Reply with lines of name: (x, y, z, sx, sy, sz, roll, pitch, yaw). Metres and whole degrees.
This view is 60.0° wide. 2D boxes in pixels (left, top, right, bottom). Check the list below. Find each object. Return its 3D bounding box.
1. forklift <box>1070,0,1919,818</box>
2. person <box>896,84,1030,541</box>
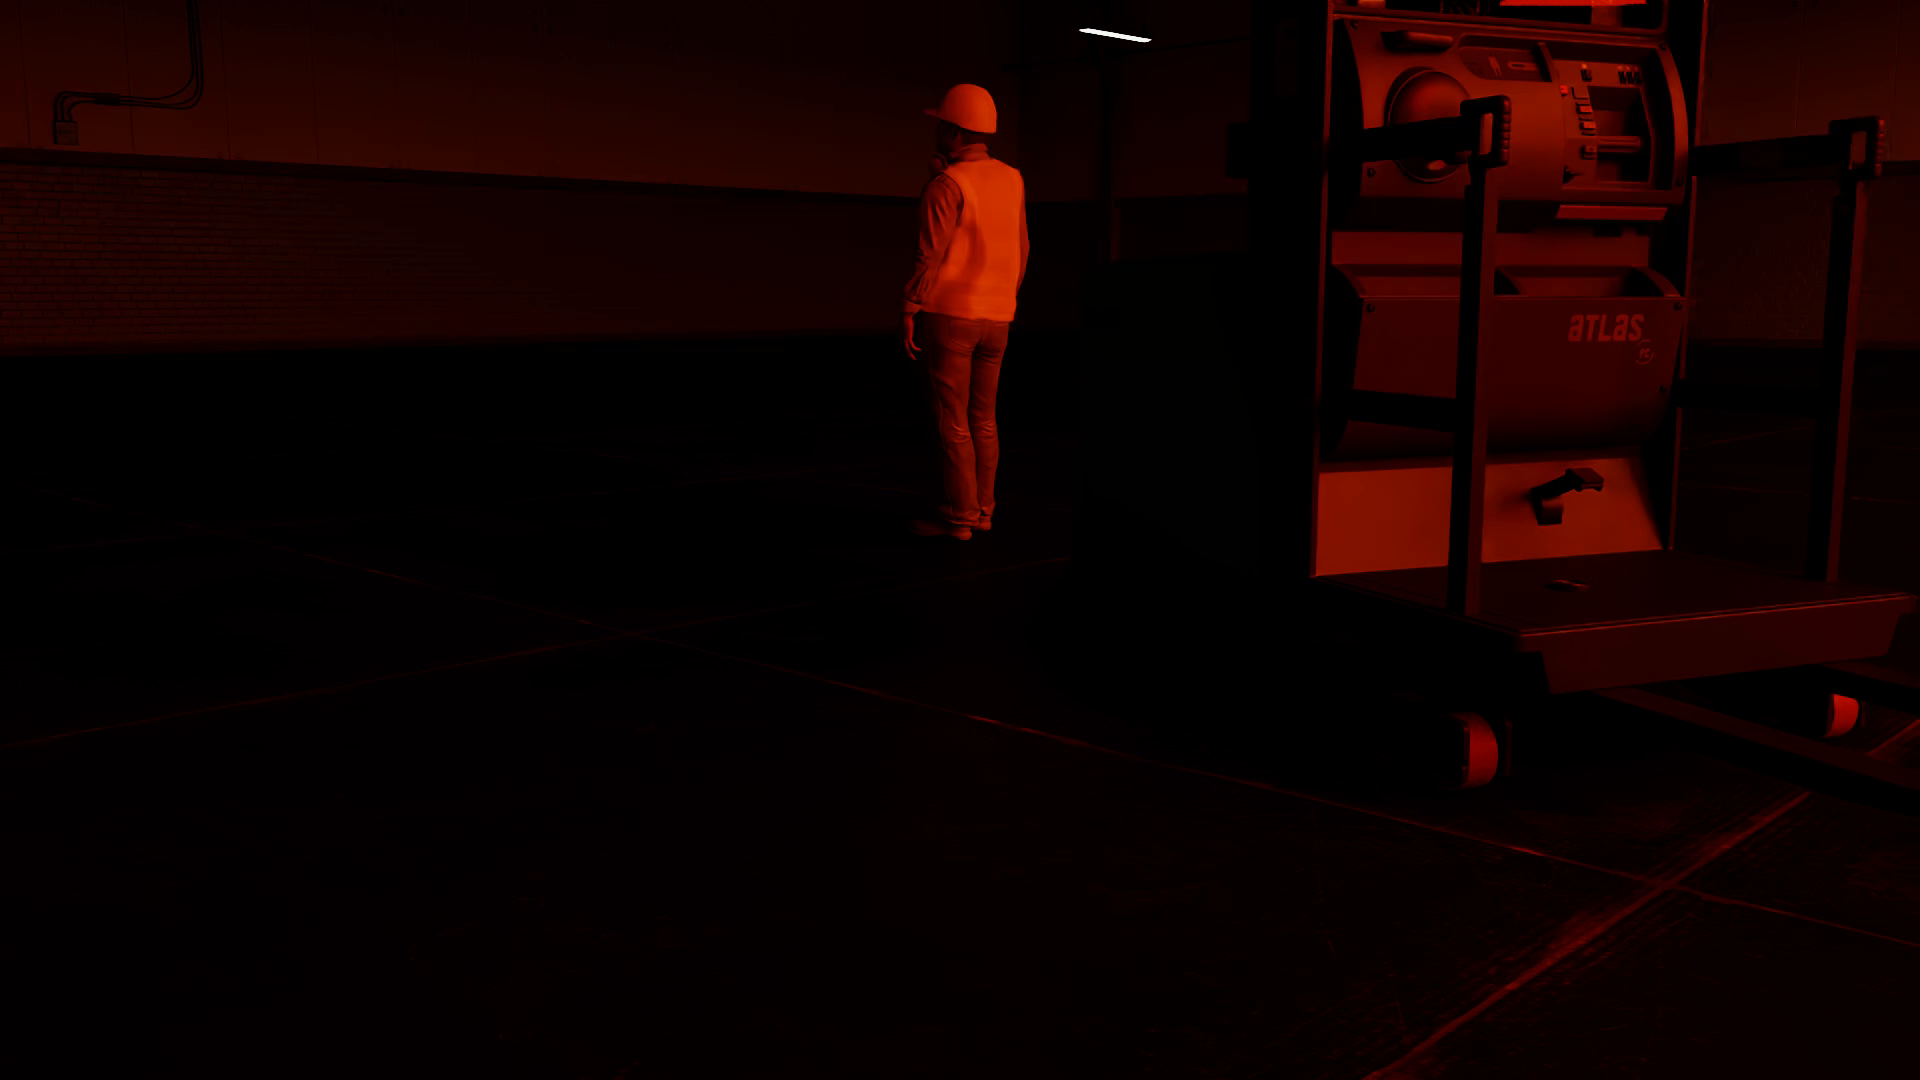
forklift: (1.361, -1.013, 3.598, 1.130, 2.935, 3.031, -4, 9, -22)
person: (-0.040, -0.892, 6.632, 0.566, 1.775, 0.634, 8, 12, 43)
